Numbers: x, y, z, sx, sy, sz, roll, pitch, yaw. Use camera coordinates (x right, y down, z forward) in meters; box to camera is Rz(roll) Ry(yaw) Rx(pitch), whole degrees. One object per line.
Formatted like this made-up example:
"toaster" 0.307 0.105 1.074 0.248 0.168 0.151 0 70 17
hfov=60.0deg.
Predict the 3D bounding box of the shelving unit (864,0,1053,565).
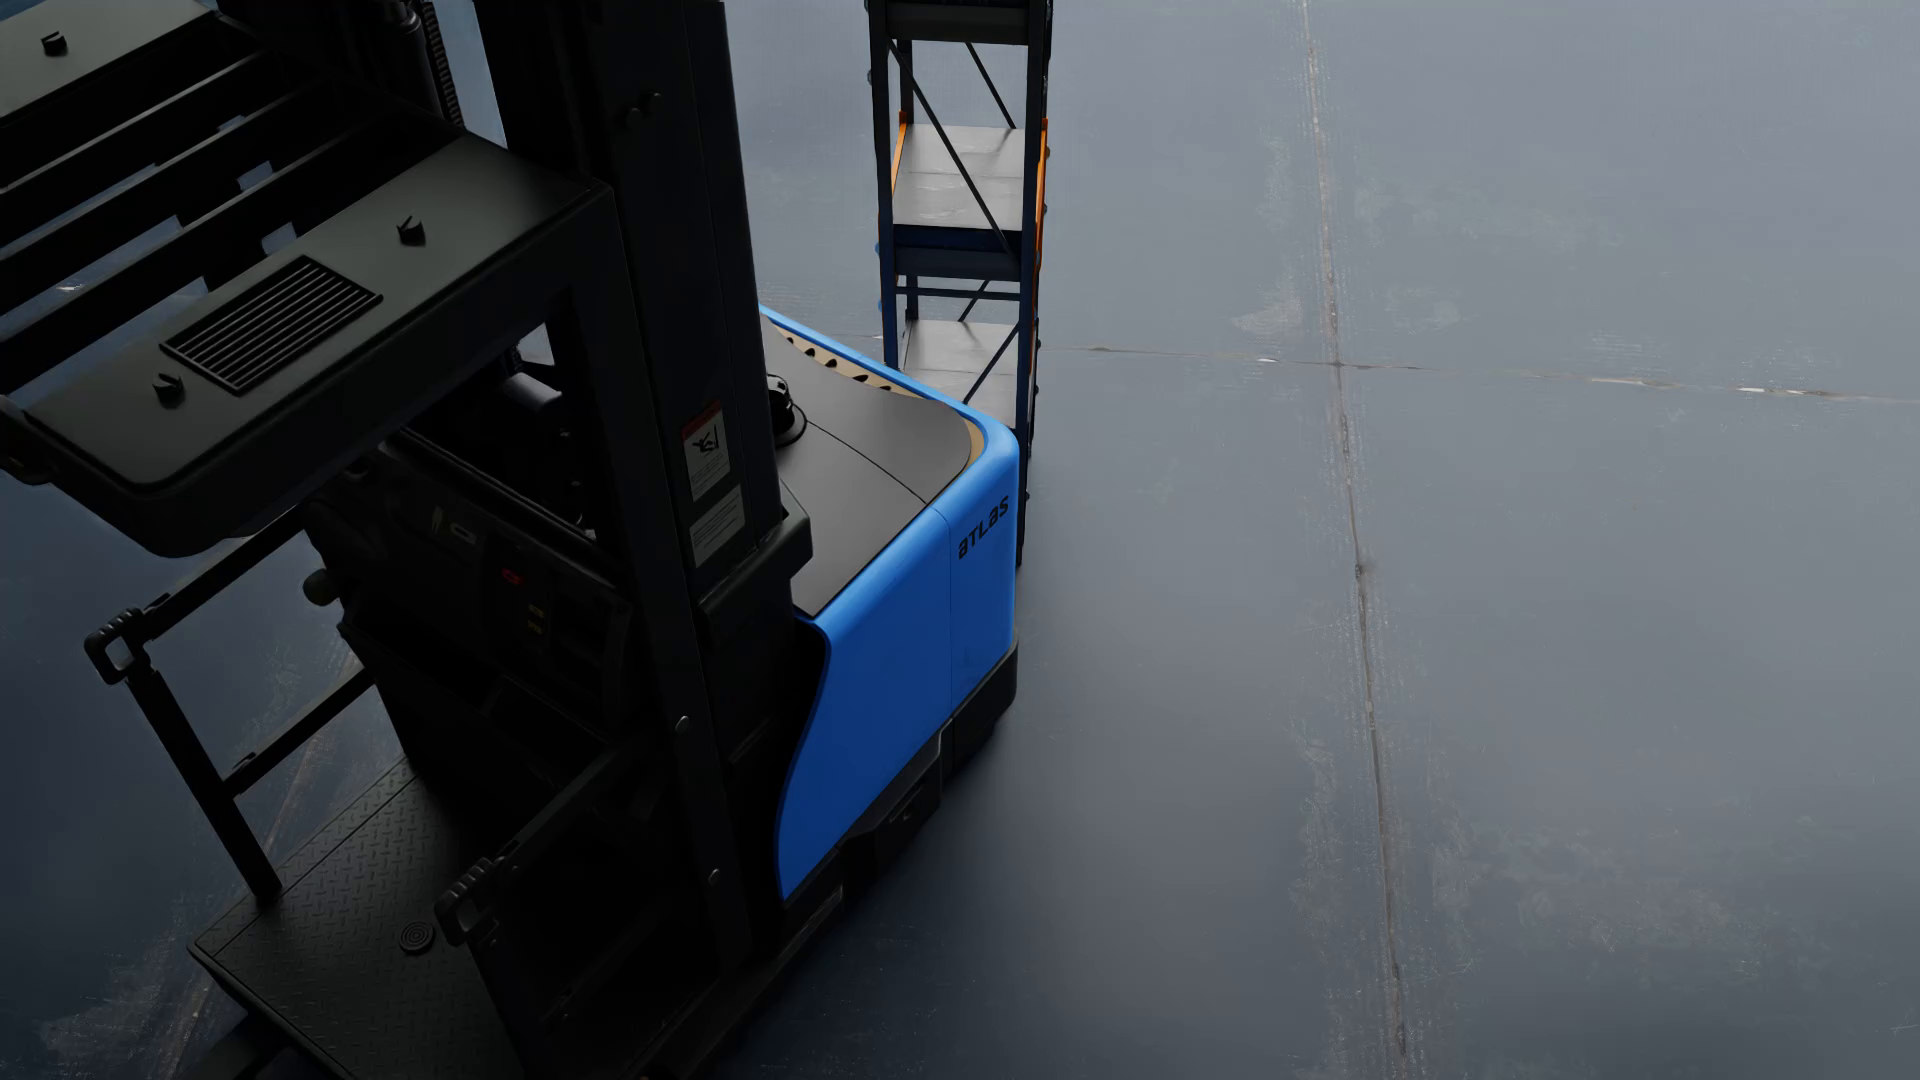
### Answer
"shelving unit" 0.015 -0.830 4.586 0.431 2.100 0.503 4 48 4

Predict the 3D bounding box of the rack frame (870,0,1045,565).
"rack frame" -0.007 -0.651 4.422 0.400 2.100 0.015 4 48 4

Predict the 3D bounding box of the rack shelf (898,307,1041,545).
"rack shelf" 0.015 -0.349 5.113 0.431 0.518 0.480 4 48 4

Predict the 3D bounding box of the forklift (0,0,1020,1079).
"forklift" -1.106 0.148 3.128 1.130 2.935 3.031 28 53 23

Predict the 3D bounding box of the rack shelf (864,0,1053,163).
"rack shelf" 0.015 -1.294 4.080 0.431 0.518 0.480 4 48 4

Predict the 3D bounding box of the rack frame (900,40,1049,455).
"rack frame" 0.037 -1.010 4.750 0.400 2.100 0.015 4 48 4

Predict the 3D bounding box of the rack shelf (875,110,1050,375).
"rack shelf" 0.015 -0.821 4.597 0.431 0.518 0.480 4 48 4
